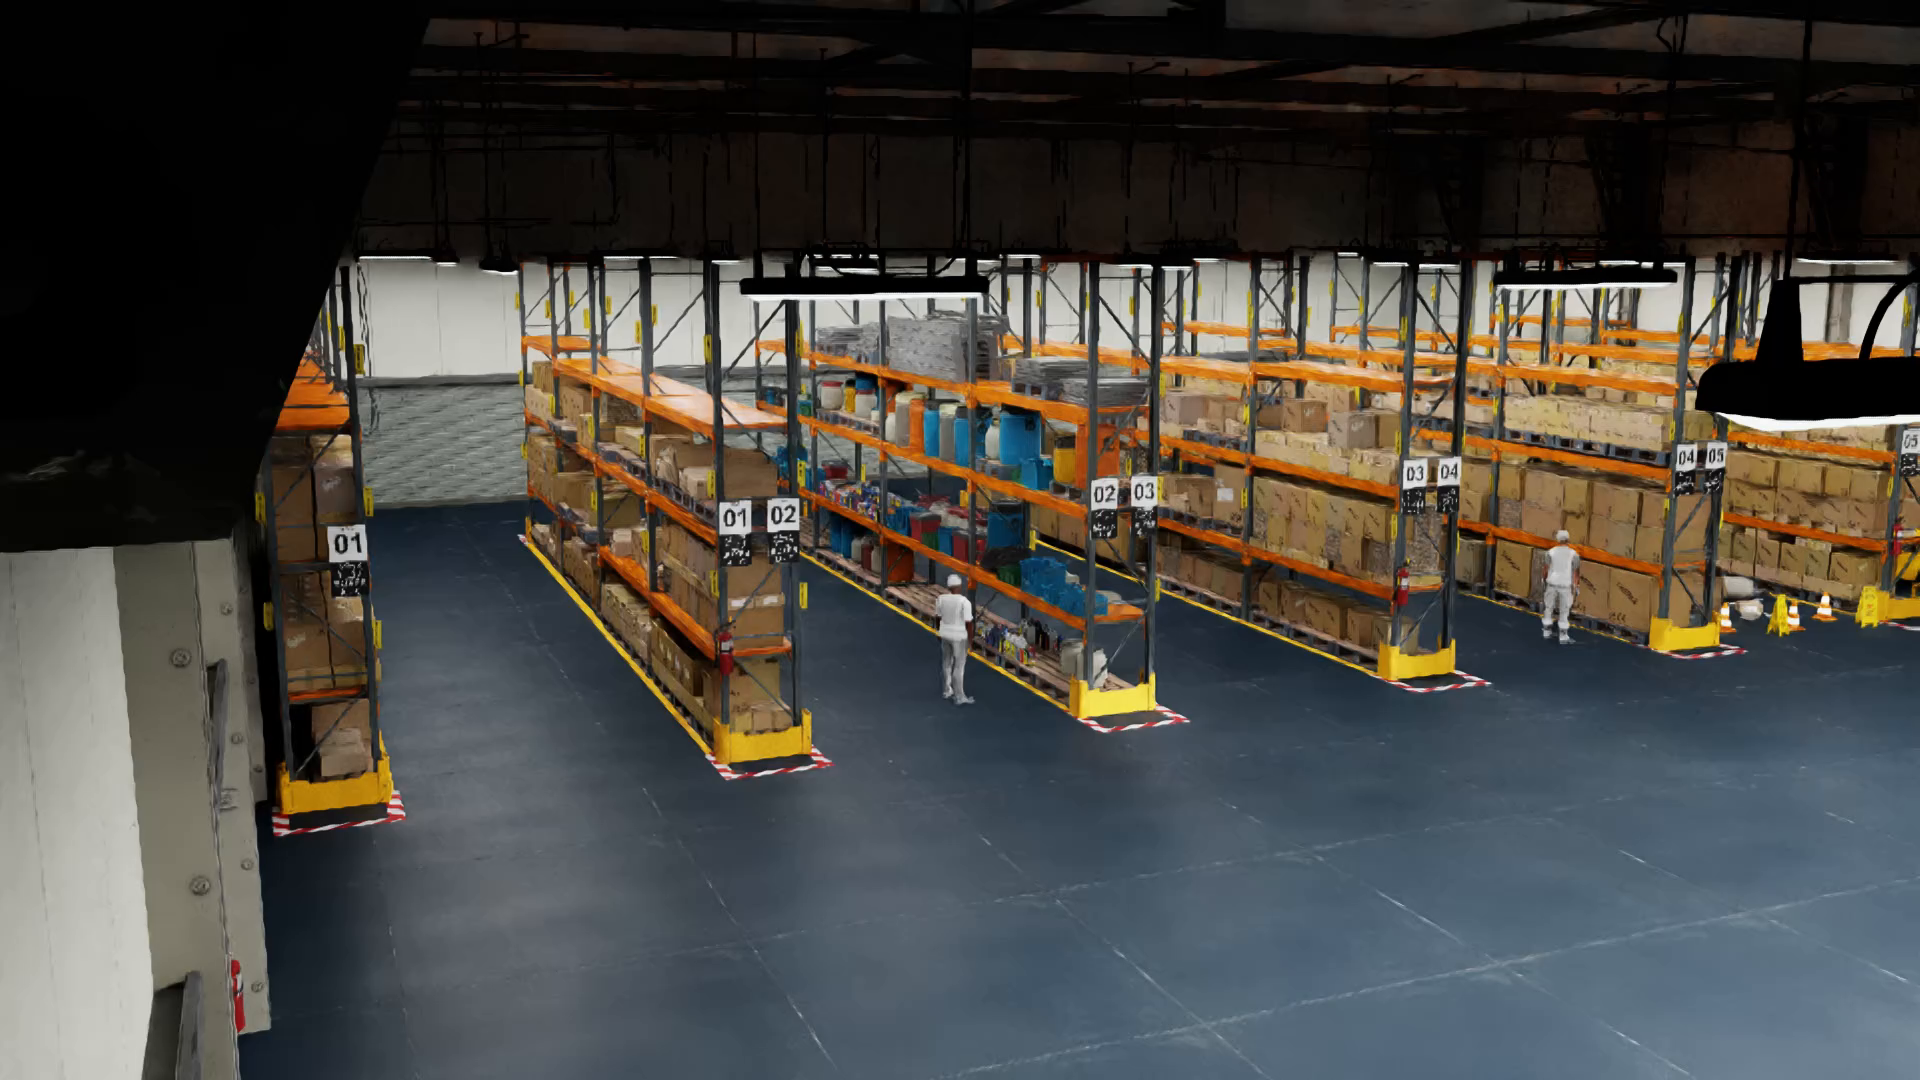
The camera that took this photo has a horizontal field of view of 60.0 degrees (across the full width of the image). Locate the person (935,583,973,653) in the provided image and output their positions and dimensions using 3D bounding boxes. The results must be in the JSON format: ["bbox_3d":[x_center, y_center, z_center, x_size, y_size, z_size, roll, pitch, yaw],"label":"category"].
[{"bbox_3d":[-0.079,1.012,22.682,0.632,1.042,0.349,8,13,36],"label":"person"}]

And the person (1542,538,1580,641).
[{"bbox_3d":[9.399,0.615,26.015,0.578,1.487,0.331,7,13,35],"label":"person"}]
